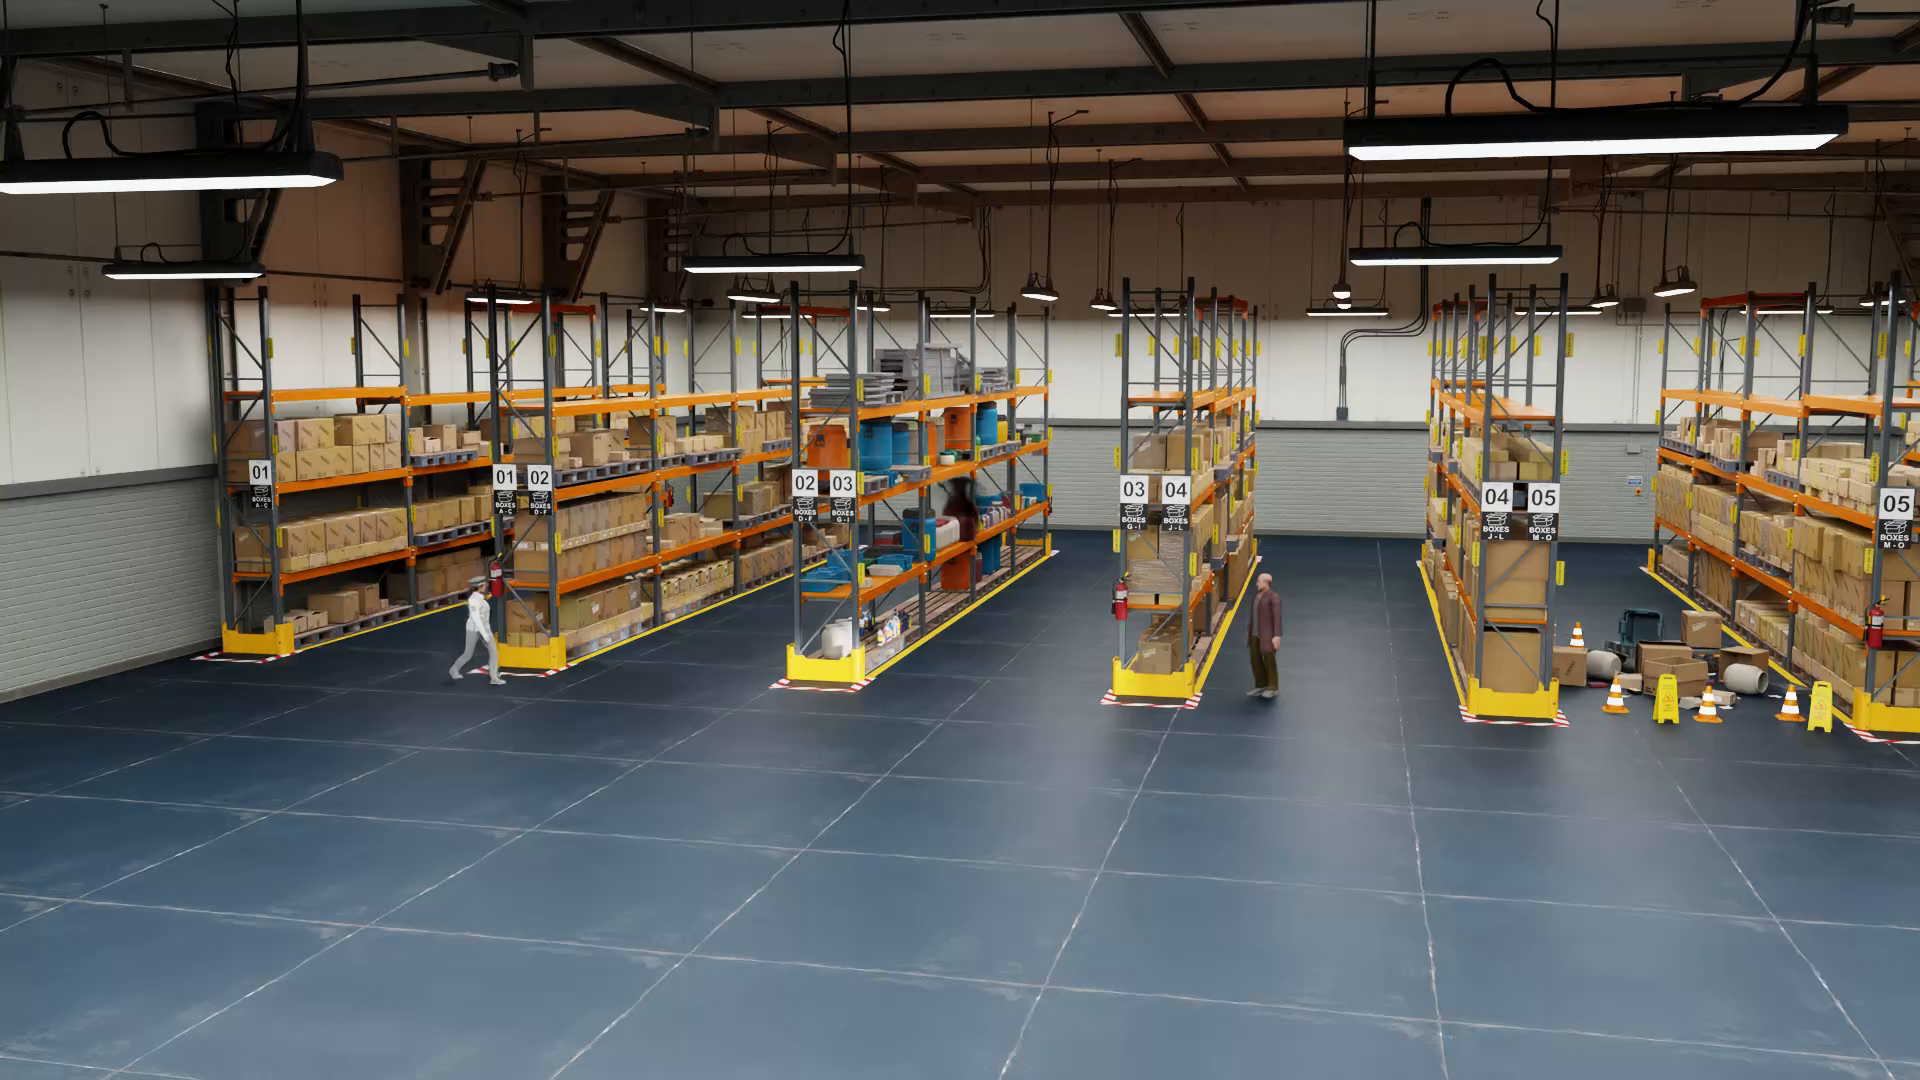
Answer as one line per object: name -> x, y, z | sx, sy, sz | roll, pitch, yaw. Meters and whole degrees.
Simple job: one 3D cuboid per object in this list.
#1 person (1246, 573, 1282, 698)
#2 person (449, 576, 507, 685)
person -> 4.378, 1.384, 23.921 | 0.403, 1.823, 0.685 | -4, 8, -32
person -> -7.215, 1.345, 24.823 | 0.972, 1.617, 0.416 | 4, 8, 32
